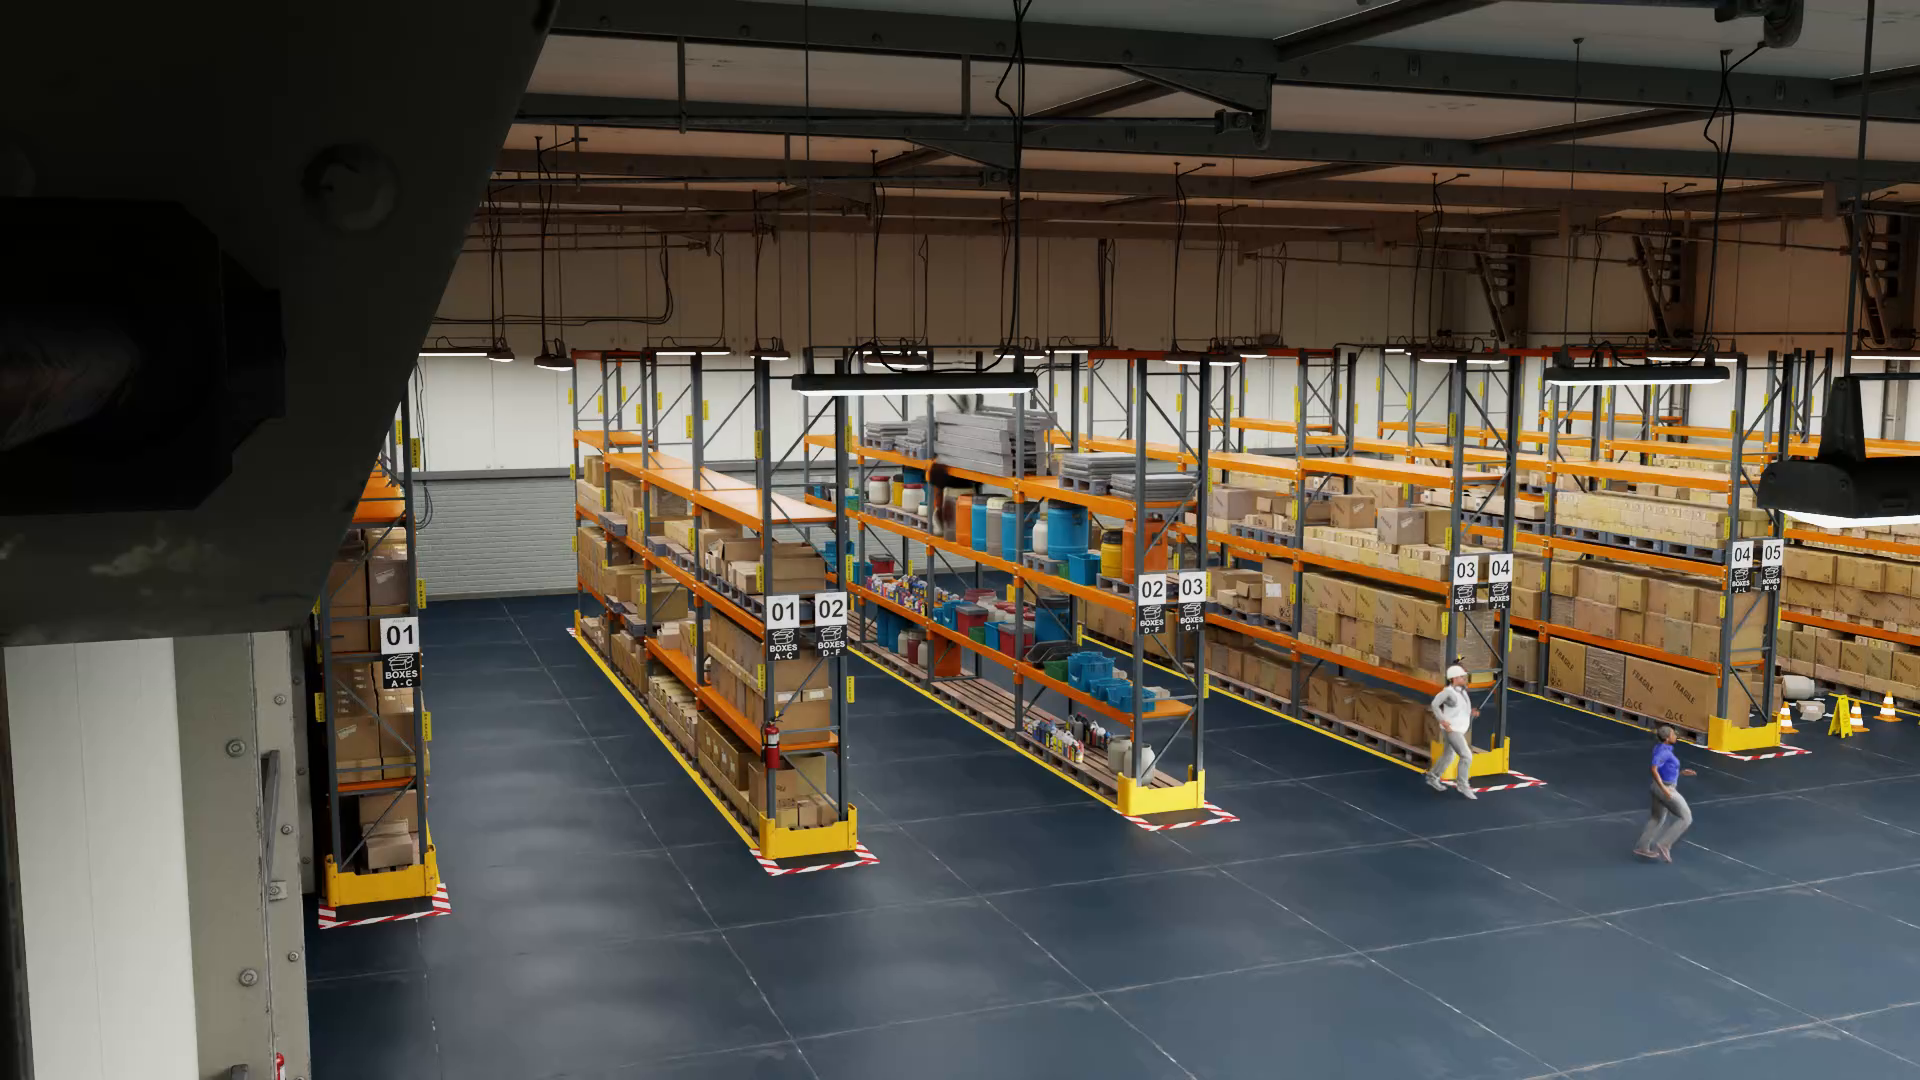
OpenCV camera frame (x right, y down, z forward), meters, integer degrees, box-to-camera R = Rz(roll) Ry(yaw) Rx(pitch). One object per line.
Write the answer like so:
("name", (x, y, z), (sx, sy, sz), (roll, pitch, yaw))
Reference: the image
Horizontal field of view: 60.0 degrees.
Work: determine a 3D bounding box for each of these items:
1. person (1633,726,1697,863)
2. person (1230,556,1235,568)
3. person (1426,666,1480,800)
("person", (8.480, 3.044, 19.943), (0.676, 1.653, 0.541), (0, 7, 4))
("person", (5.446, 1.223, 33.959), (0.613, 1.823, 0.894), (-3, 8, -24))
("person", (6.780, 2.613, 22.803), (0.749, 1.799, 0.647), (5, 8, 32))
